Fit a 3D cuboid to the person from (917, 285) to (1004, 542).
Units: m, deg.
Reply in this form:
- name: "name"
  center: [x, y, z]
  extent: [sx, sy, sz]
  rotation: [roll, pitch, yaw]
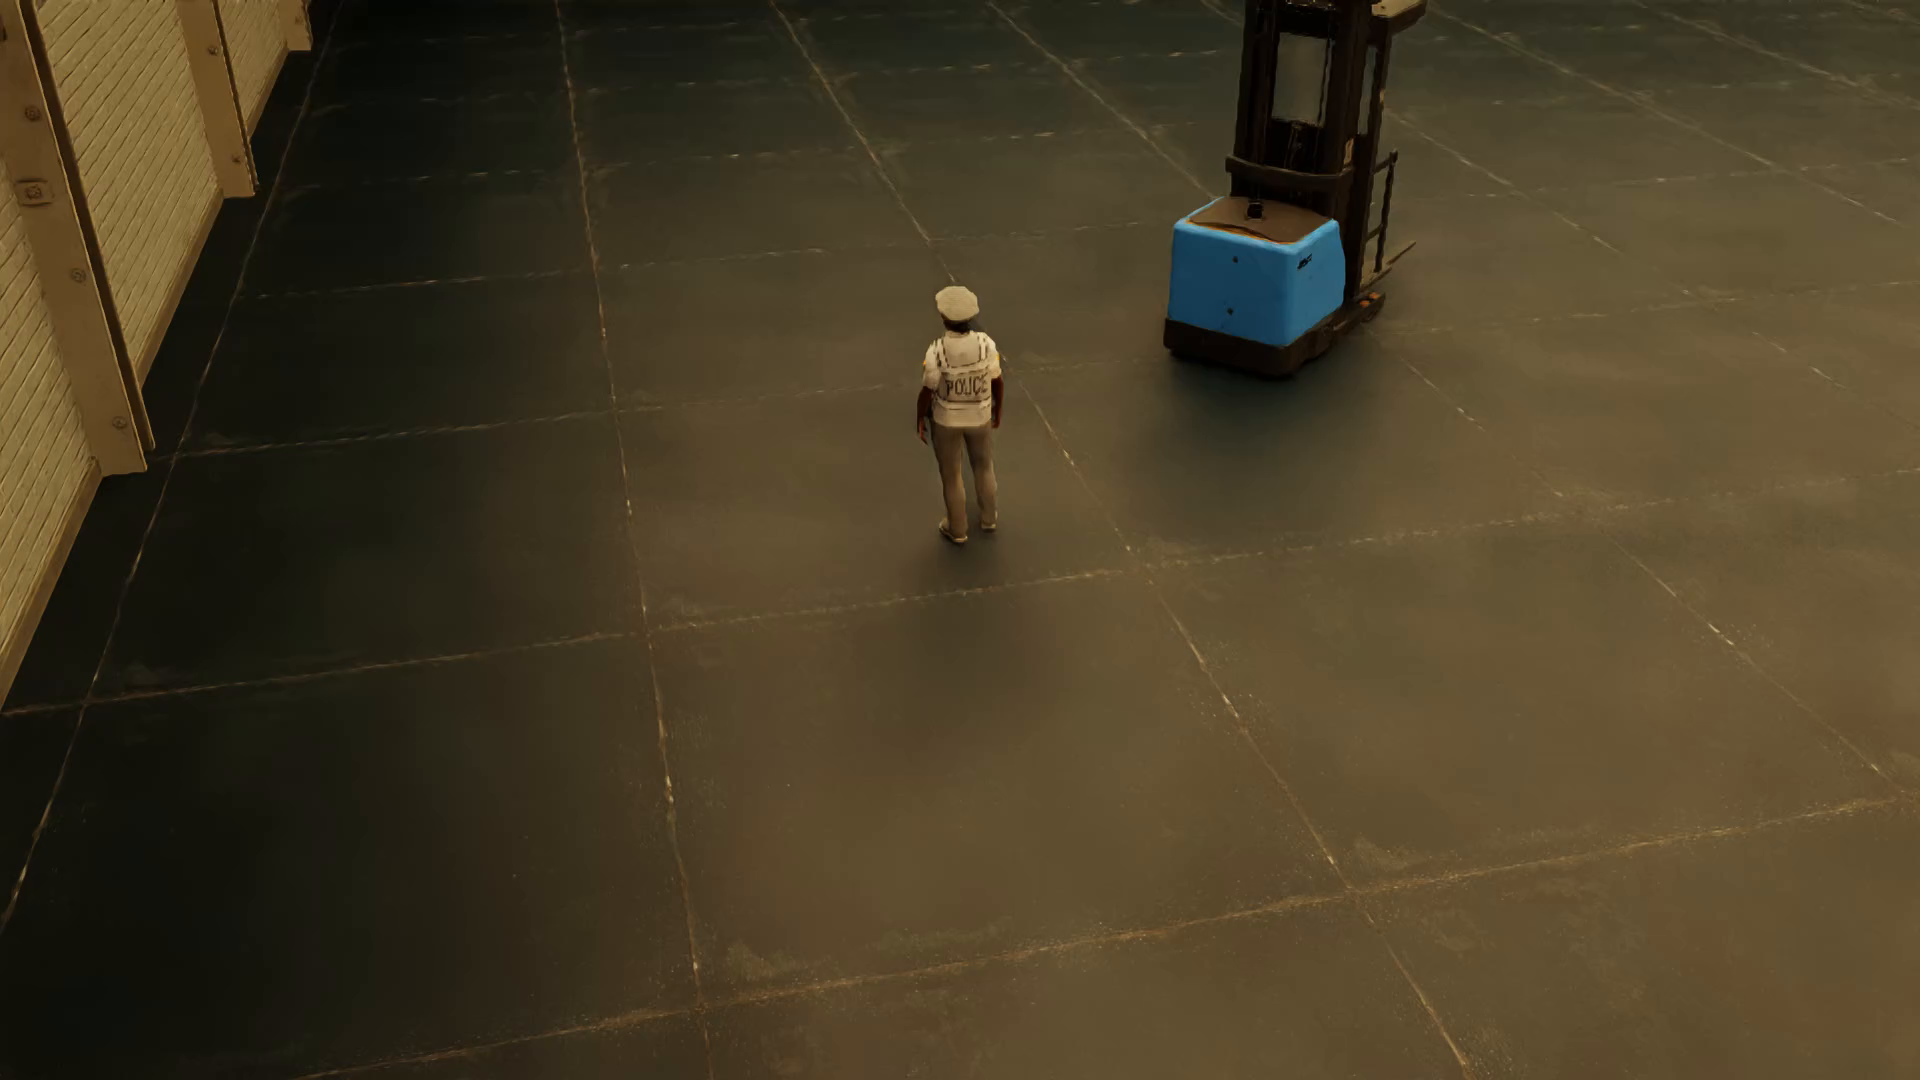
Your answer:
- name: "person"
  center: [0.002, -0.778, 10.139]
  extent: [0.570, 1.693, 0.529]
  rotation: [-7, 31, -12]

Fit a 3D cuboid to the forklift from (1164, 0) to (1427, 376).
- name: "forklift"
  center: [2.854, -3.188, 13.082]
  extent: [1.130, 2.935, 3.031]
  rotation: [20, 35, 30]
